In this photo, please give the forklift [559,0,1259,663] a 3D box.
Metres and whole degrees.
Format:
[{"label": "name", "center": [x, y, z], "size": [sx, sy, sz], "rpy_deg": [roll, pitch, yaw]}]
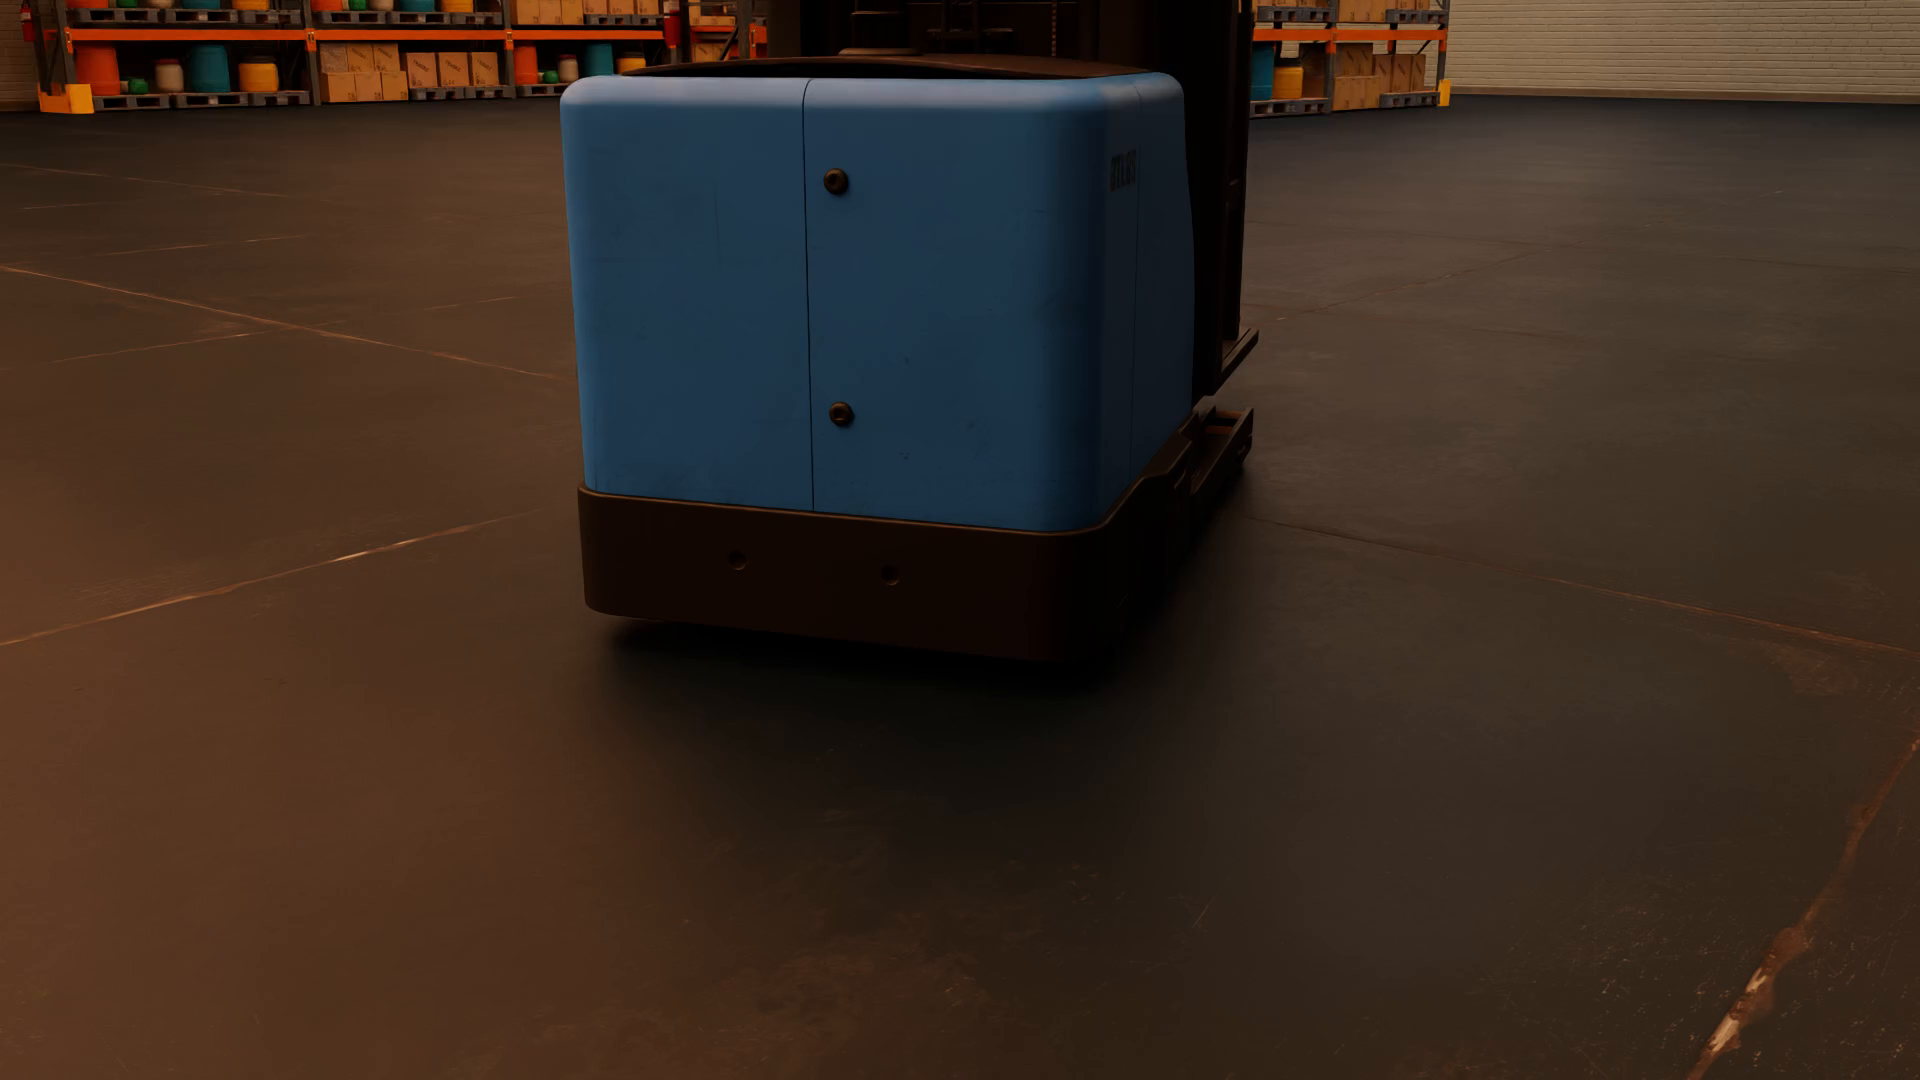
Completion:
[{"label": "forklift", "center": [0.182, -1.571, 4.072], "size": [1.130, 2.935, 3.031], "rpy_deg": [5, 18, 17]}]
